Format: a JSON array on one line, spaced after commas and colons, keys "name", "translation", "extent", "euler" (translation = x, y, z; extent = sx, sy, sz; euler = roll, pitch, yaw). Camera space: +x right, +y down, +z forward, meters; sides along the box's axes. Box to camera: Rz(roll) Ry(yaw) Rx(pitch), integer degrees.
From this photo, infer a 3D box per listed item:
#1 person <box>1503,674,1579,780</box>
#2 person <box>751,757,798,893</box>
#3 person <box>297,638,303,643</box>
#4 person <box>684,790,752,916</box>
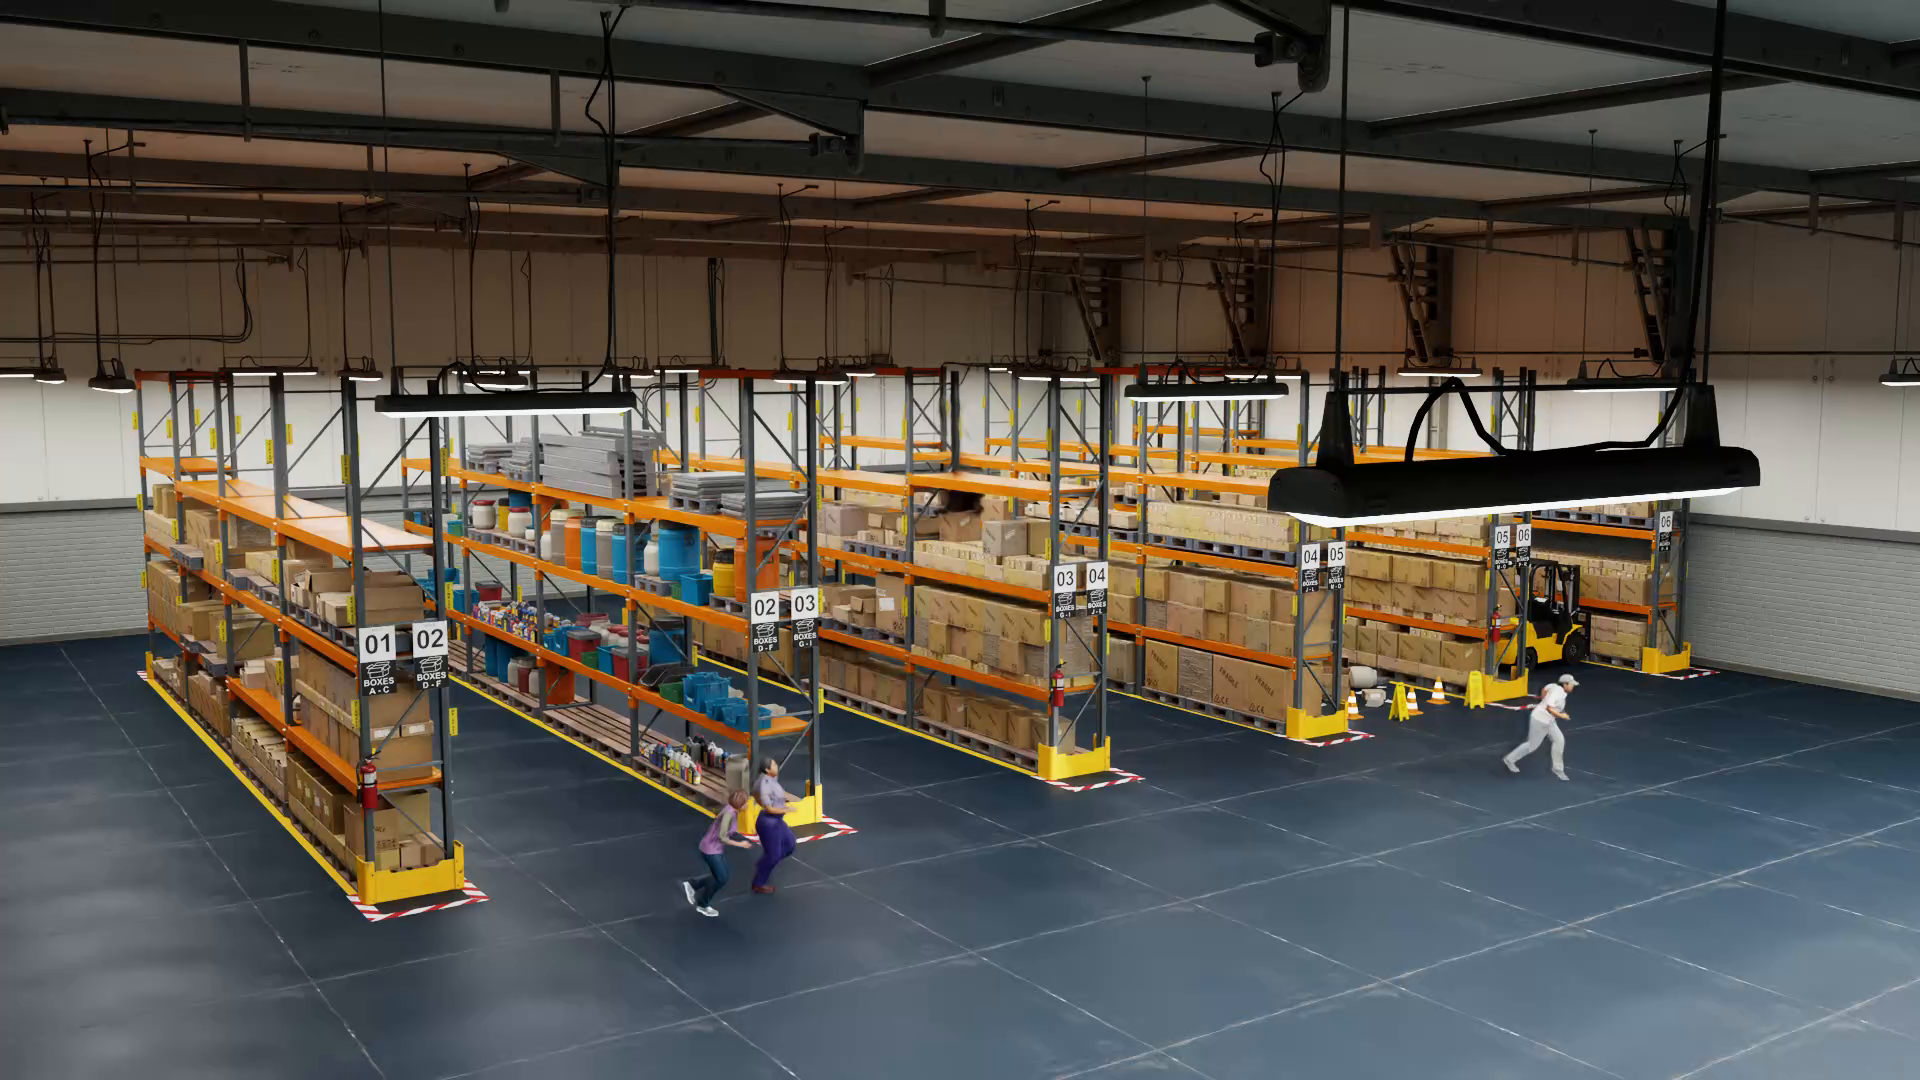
[{"name": "person", "translation": [8.668, 2.779, 24.831], "extent": [1.034, 1.627, 0.649], "euler": [2, 7, 20]}, {"name": "person", "translation": [-2.183, 3.331, 19.537], "extent": [0.565, 1.609, 0.594], "euler": [0, 6, -3]}, {"name": "person", "translation": [-12.620, 1.859, 32.093], "extent": [1.000, 1.825, 0.662], "euler": [5, 8, 40]}, {"name": "person", "translation": [-2.721, 3.515, 18.748], "extent": [0.786, 1.450, 0.566], "euler": [0, 6, 2]}]
